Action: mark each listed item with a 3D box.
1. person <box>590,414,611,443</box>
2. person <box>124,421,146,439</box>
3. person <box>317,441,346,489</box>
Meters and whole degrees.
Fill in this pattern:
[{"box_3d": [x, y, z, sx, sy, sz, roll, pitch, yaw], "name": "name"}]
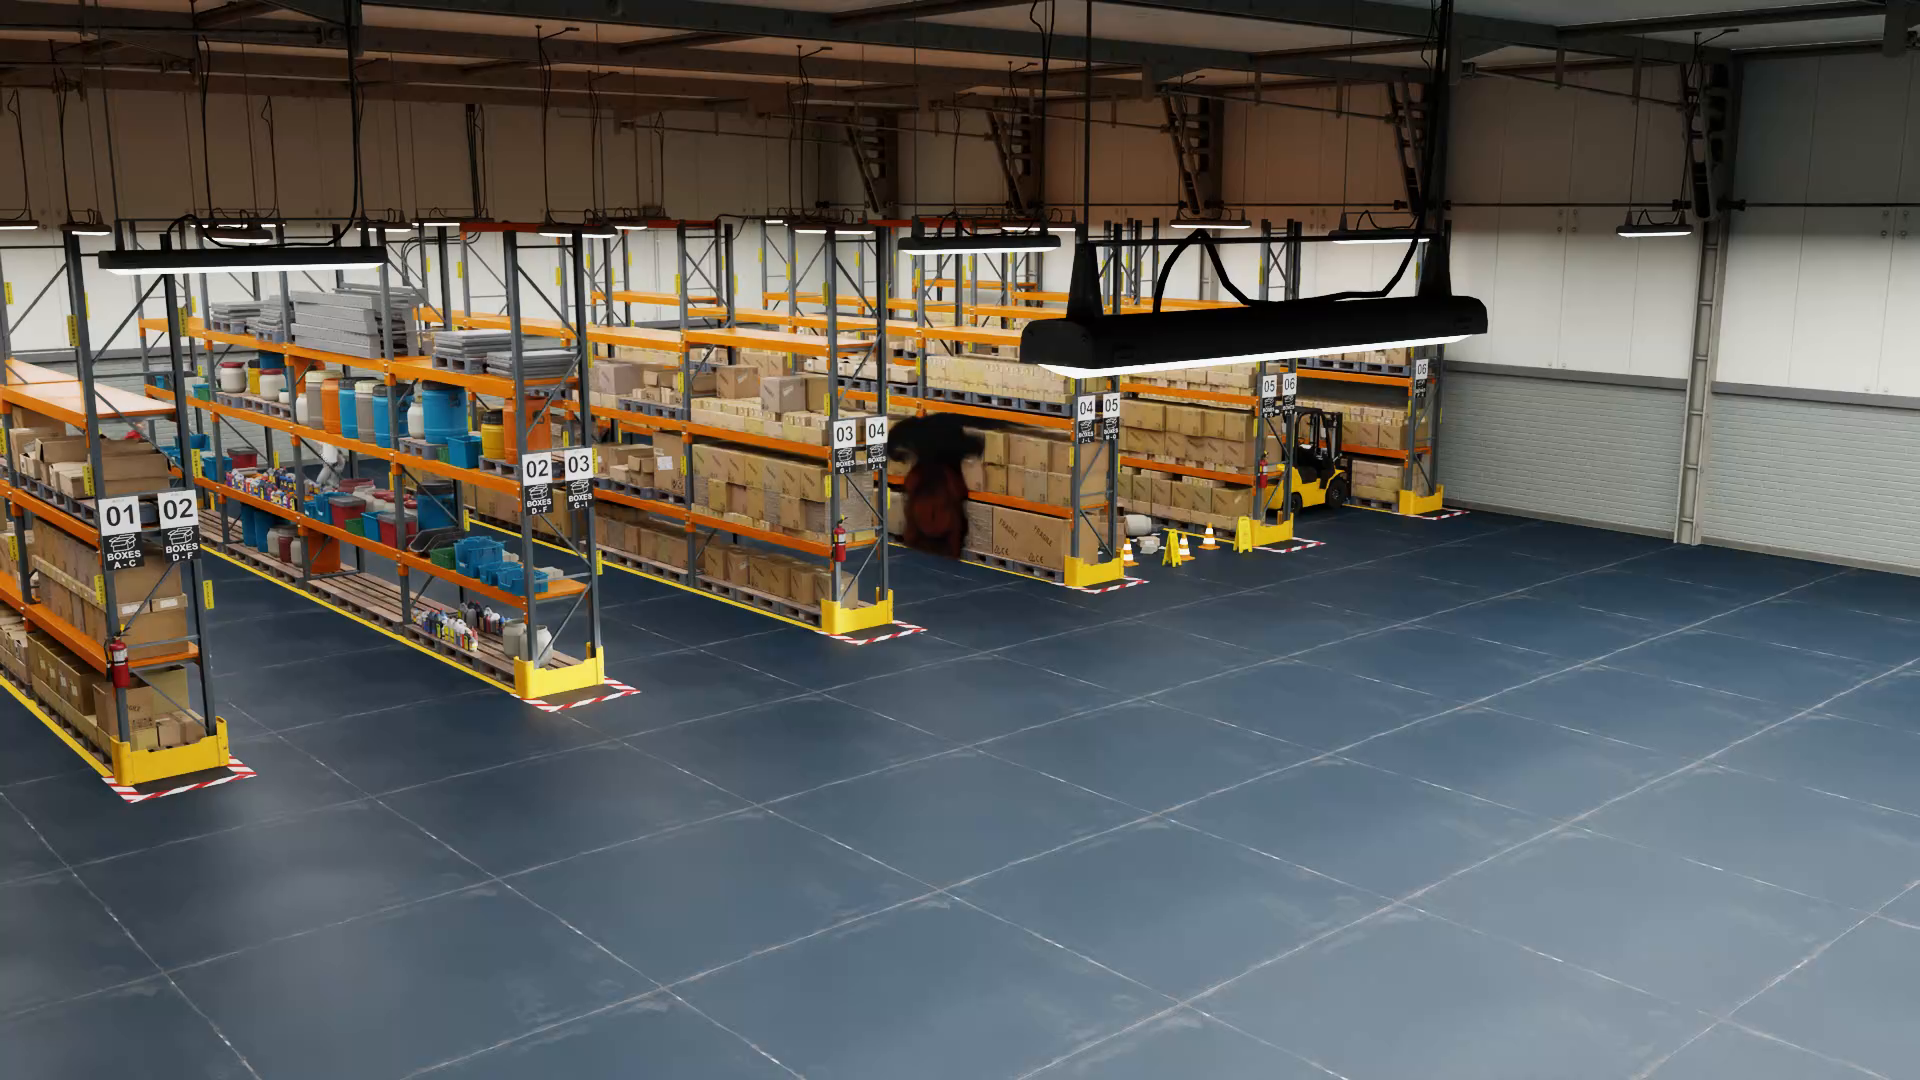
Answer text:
[{"box_3d": [-8.745, -2.716, 40.963, 0.929, 1.779, 0.701, -11, 16, -43], "name": "person"}, {"box_3d": [-18.252, -1.792, 36.561, 0.960, 1.691, 0.650, -2, 12, -12], "name": "person"}, {"box_3d": [-14.025, -1.954, 37.089, 0.882, 1.810, 0.682, -6, 13, -29], "name": "person"}]
